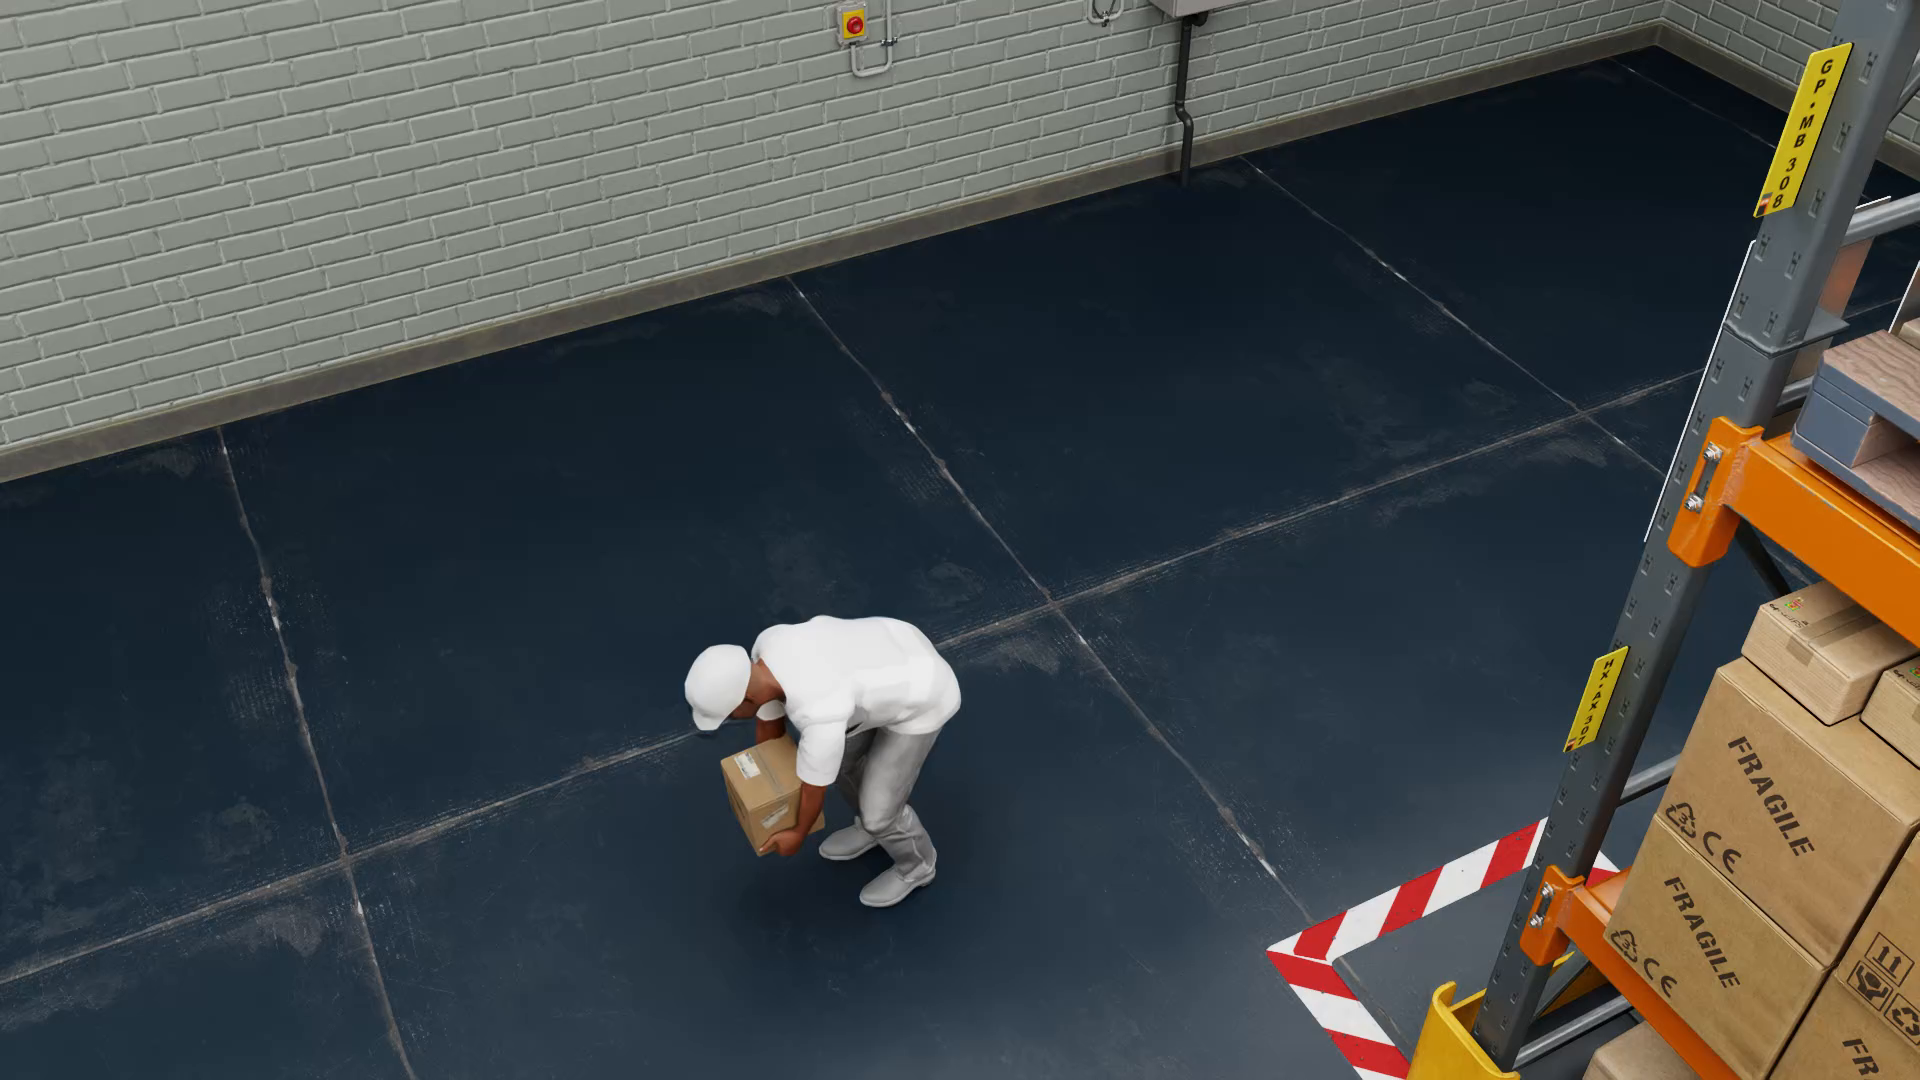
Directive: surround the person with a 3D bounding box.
[{"bbox_3d":[-0.440,0.741,5.609,0.912,1.342,0.491,-20,45,-22],"label":"person"}]
